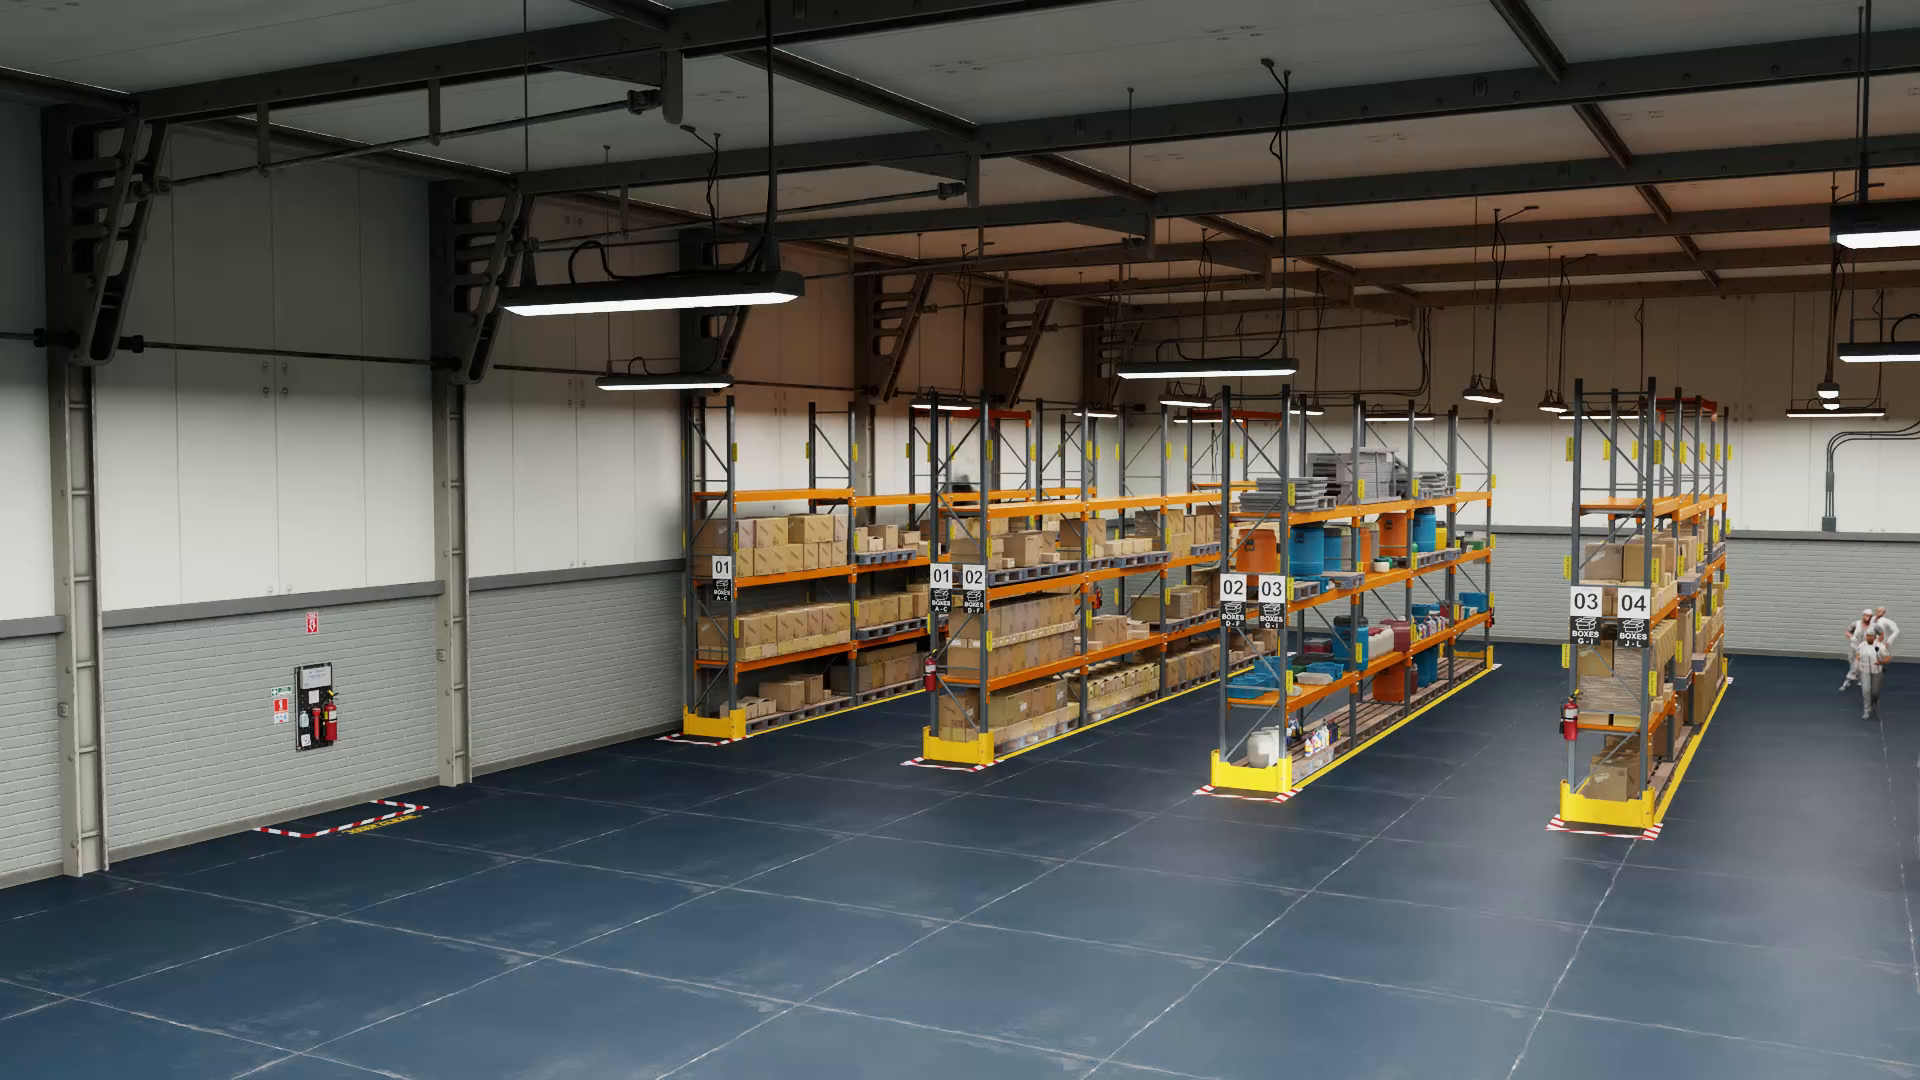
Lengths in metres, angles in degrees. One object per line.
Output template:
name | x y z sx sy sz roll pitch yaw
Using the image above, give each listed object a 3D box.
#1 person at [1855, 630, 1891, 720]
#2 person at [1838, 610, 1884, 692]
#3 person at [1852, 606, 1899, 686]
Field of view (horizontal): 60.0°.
person | 17.246 2.536 31.446 0.601 1.668 0.748 2 4 34
person | 18.827 2.294 34.716 0.727 1.720 1.007 3 4 42
person | 19.509 2.290 35.531 0.714 1.783 0.703 0 3 -5
